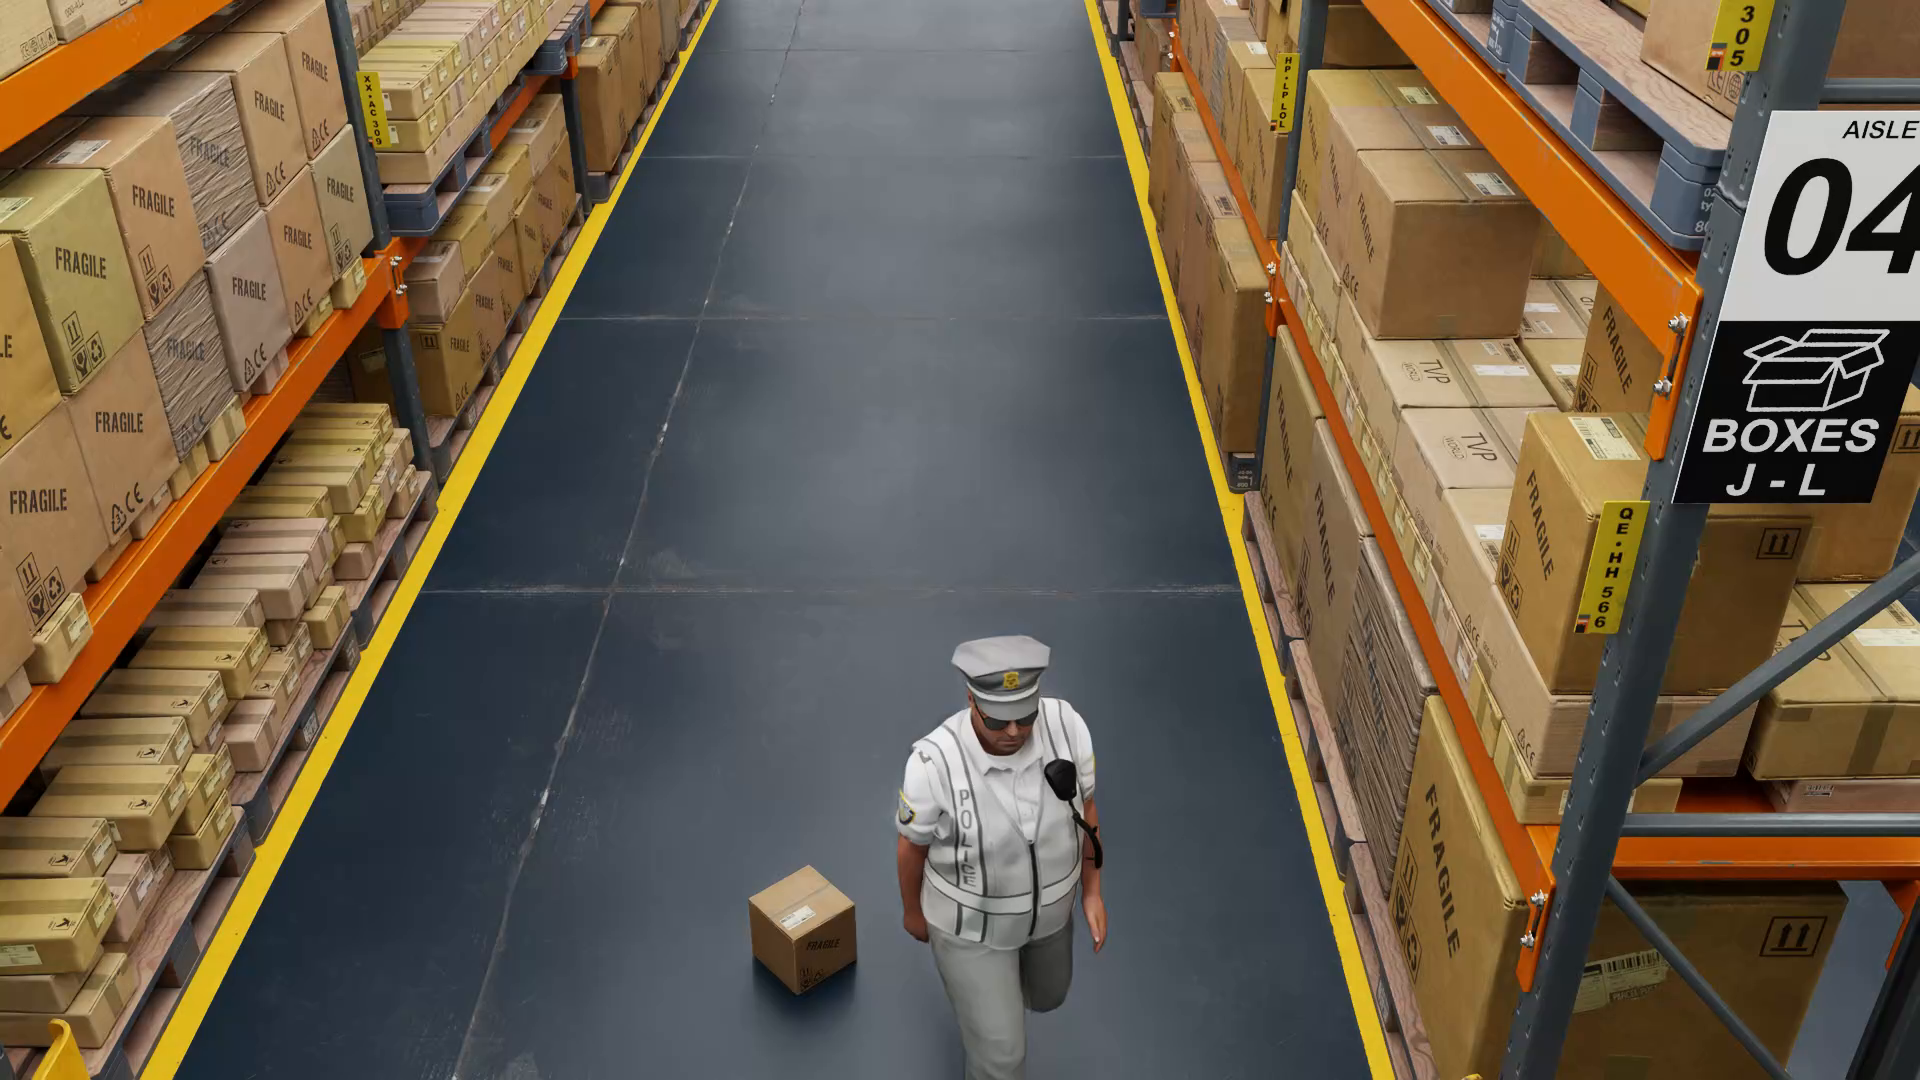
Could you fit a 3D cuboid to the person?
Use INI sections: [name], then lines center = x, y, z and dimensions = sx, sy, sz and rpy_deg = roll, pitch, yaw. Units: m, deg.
[person]
center = 0.091, 0.944, 4.545
dimensions = 0.538, 1.717, 0.889
rpy_deg = -16, 35, -24
